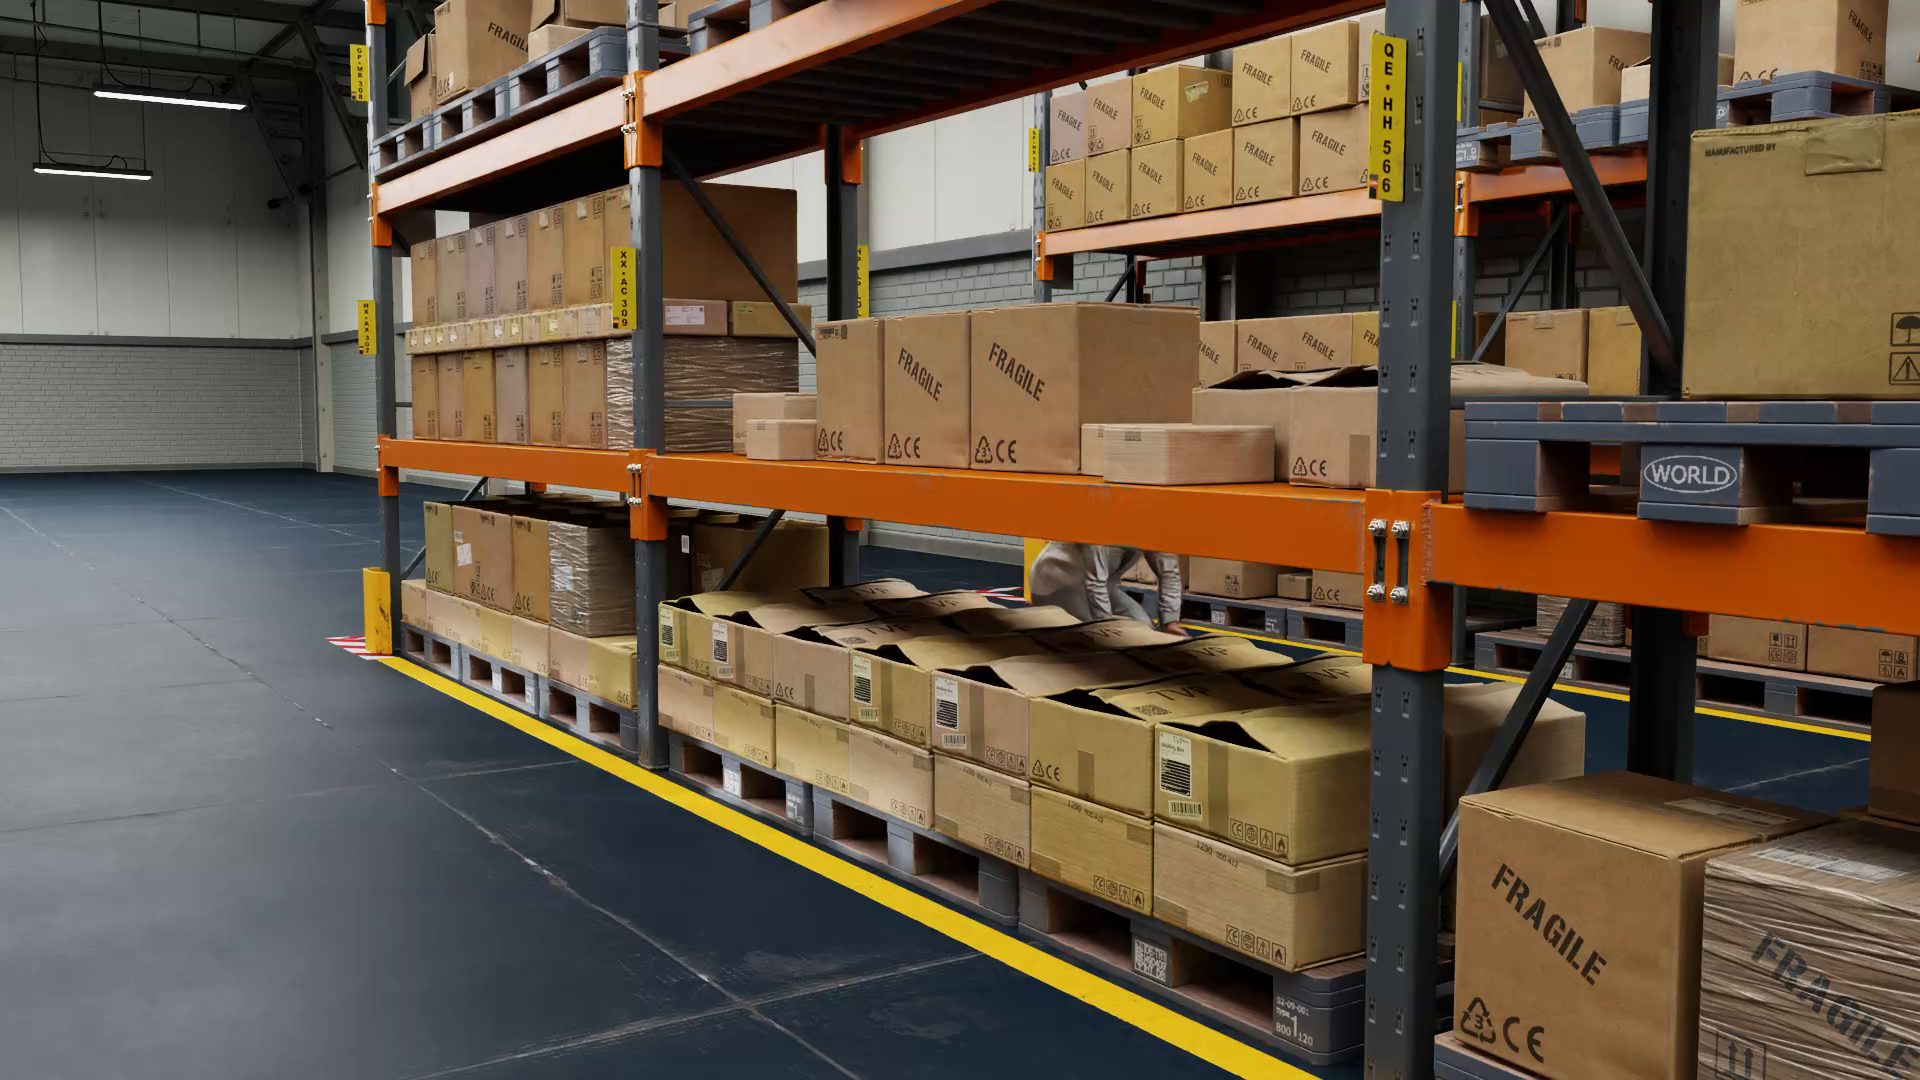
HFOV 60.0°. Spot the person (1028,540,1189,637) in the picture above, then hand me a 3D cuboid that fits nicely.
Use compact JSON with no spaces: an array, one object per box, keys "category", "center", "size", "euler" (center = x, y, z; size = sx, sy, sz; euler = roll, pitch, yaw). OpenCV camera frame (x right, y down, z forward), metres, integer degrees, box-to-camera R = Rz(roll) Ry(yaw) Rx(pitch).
[{"category":"person","center":[0.725,0.270,7.911],"size":[0.570,1.196,0.850],"euler":[-3,6,-34]}]
